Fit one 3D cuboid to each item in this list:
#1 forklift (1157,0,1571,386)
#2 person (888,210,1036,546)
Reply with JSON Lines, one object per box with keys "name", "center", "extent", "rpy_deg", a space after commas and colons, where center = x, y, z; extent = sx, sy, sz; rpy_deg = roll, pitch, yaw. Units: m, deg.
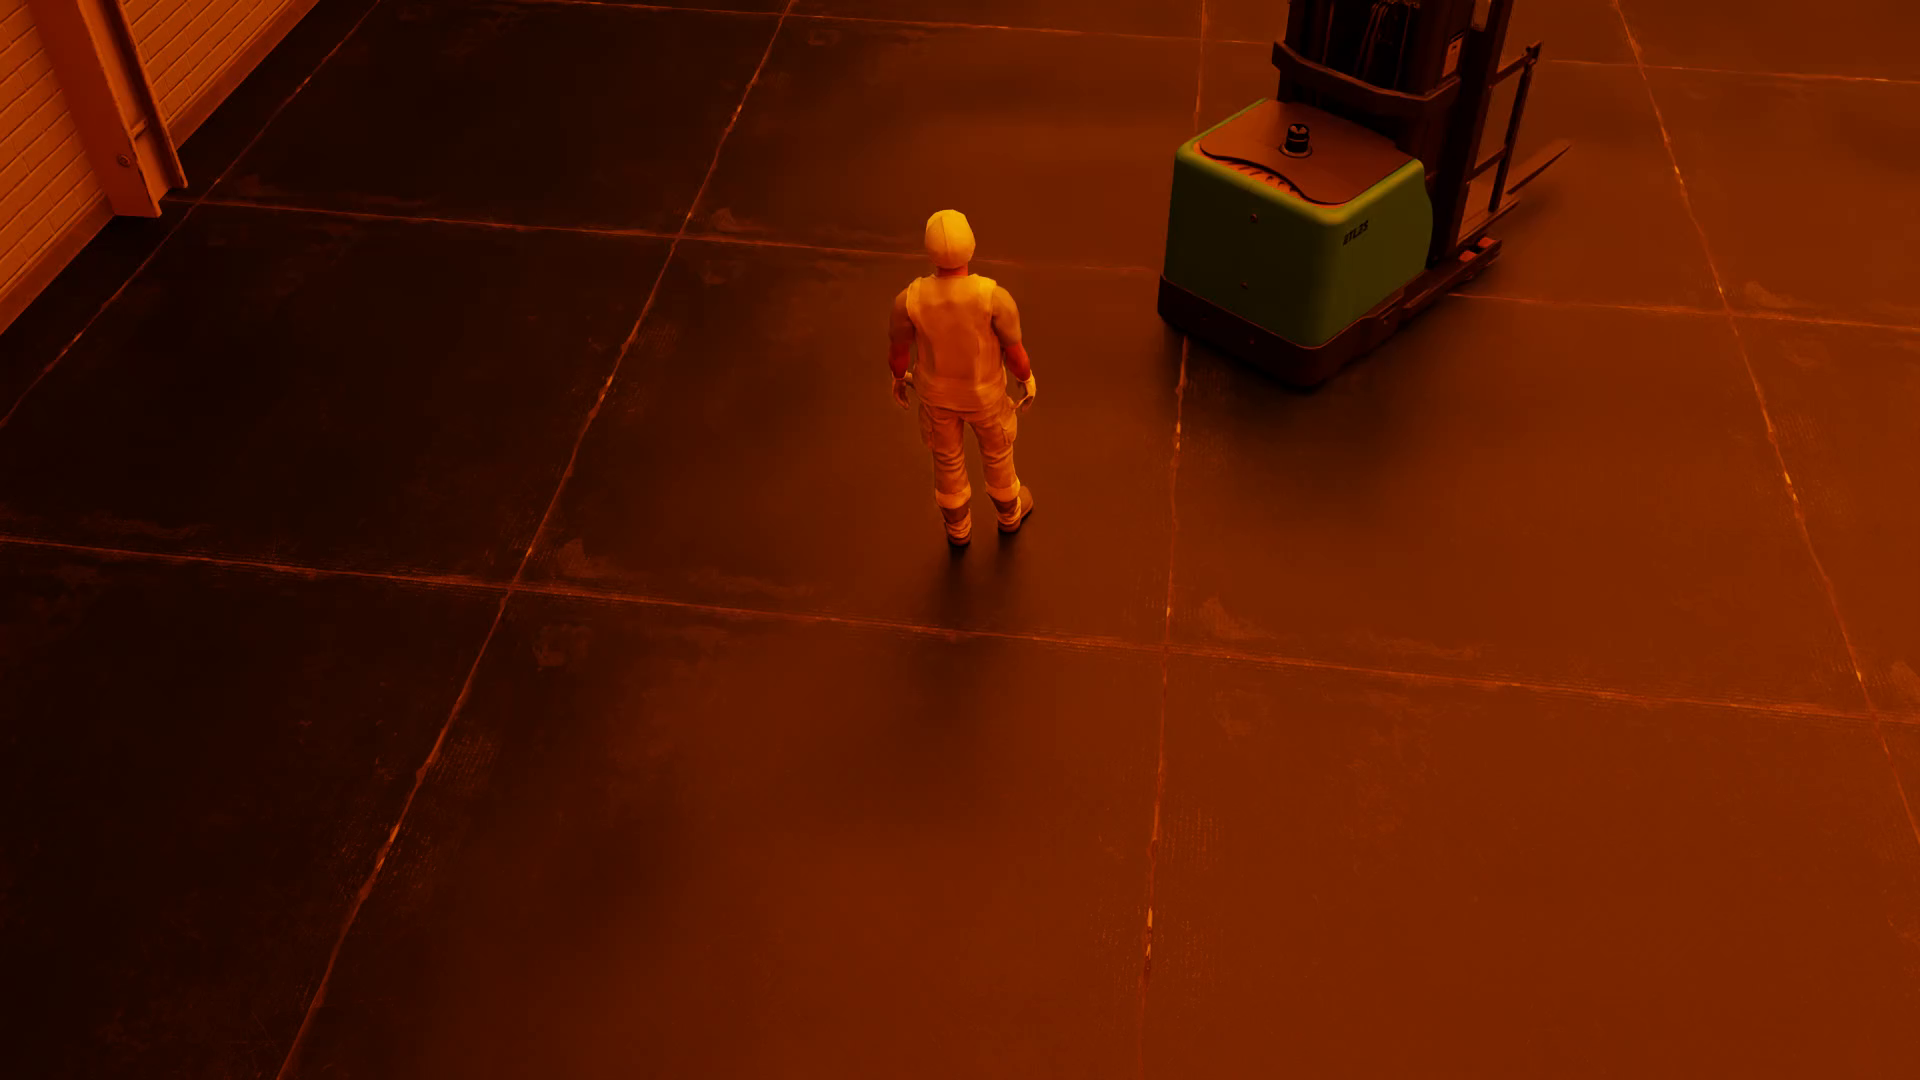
{"name": "forklift", "center": [2.471, -2.781, 8.752], "extent": [1.130, 2.935, 3.031], "rpy_deg": [33, 52, 31]}
{"name": "person", "center": [0.022, -0.717, 7.338], "extent": [0.638, 1.787, 0.564], "rpy_deg": [5, 43, 6]}
